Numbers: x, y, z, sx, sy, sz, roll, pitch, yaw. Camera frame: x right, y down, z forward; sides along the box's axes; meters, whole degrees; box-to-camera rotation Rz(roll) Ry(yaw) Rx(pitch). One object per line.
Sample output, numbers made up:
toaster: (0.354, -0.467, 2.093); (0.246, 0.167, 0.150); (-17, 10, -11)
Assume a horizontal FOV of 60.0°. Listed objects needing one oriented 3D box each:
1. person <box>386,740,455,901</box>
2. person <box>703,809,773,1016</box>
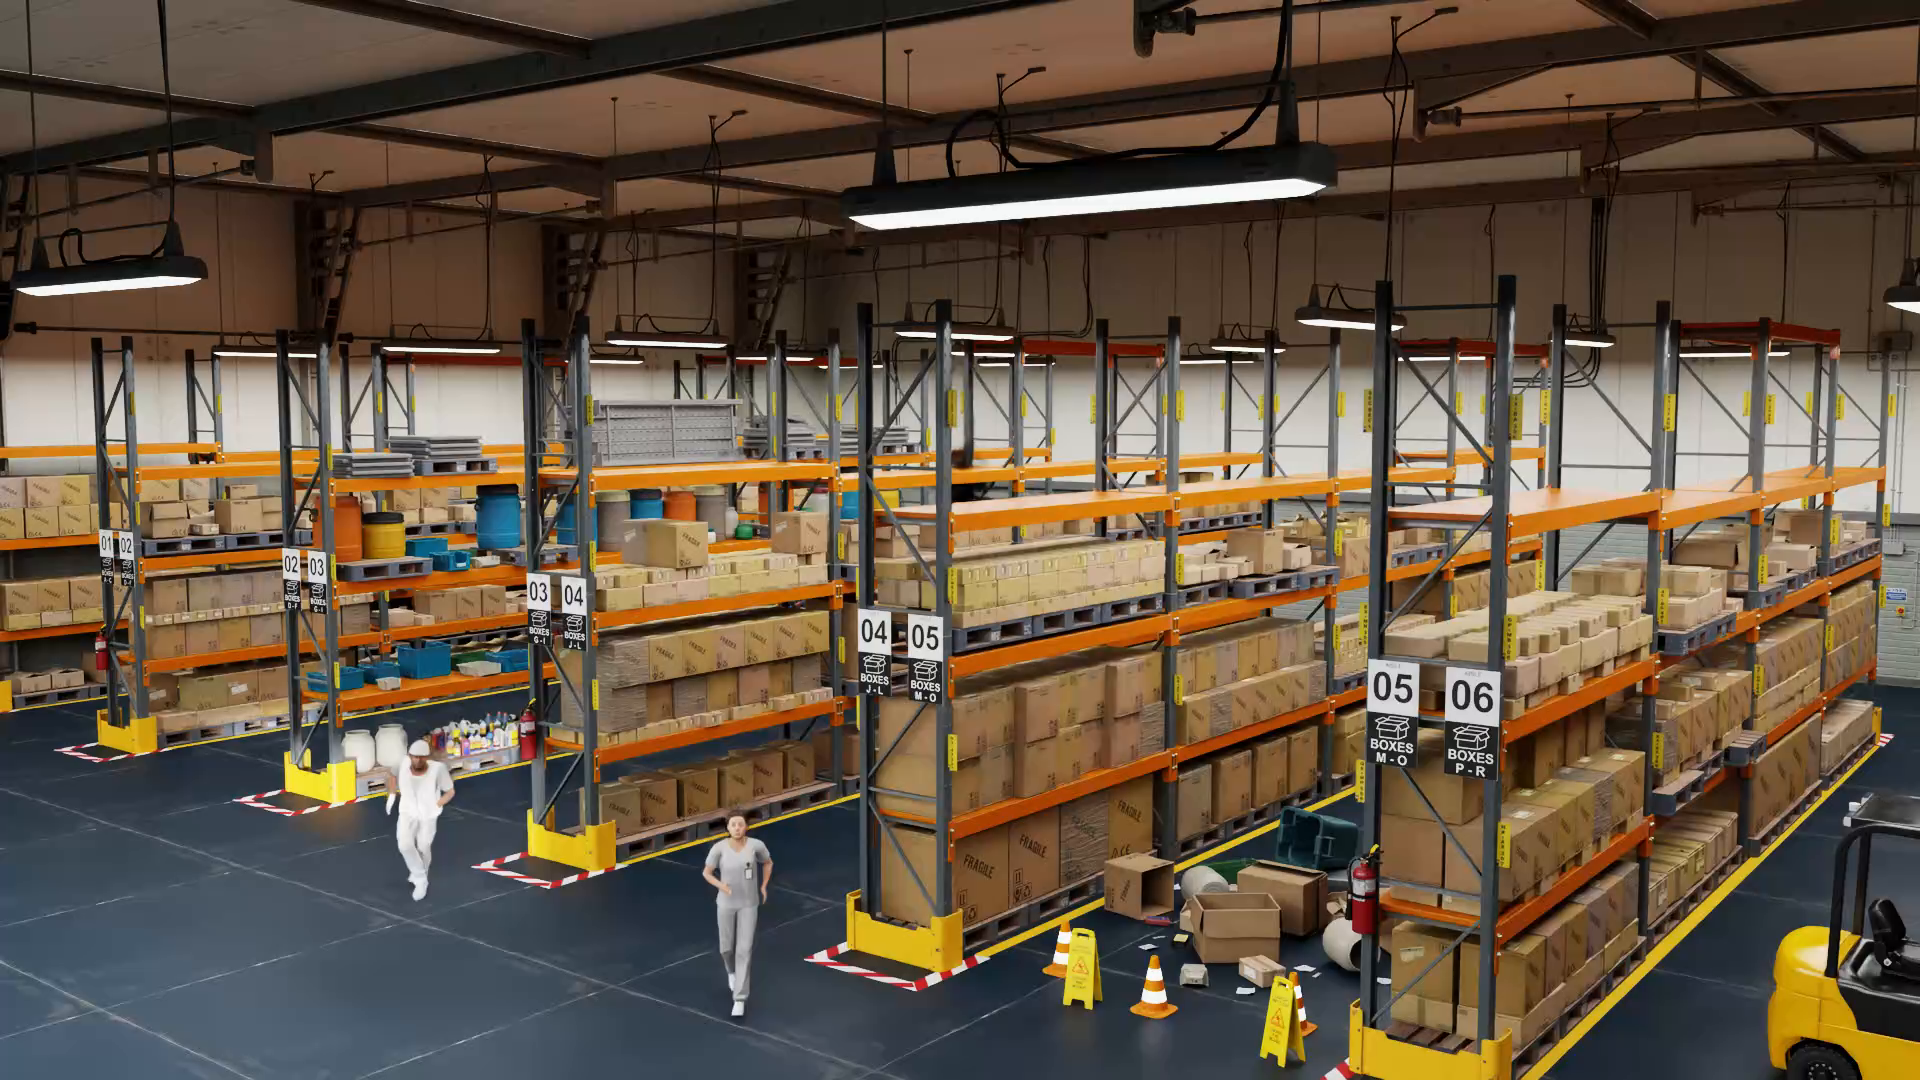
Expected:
person: (-5.596, 2.837, 17.318); (0.717, 1.648, 0.934); (-1, 5, -8)
person: (-1.882, 3.097, 14.098); (0.585, 1.660, 0.839); (0, 5, -4)
